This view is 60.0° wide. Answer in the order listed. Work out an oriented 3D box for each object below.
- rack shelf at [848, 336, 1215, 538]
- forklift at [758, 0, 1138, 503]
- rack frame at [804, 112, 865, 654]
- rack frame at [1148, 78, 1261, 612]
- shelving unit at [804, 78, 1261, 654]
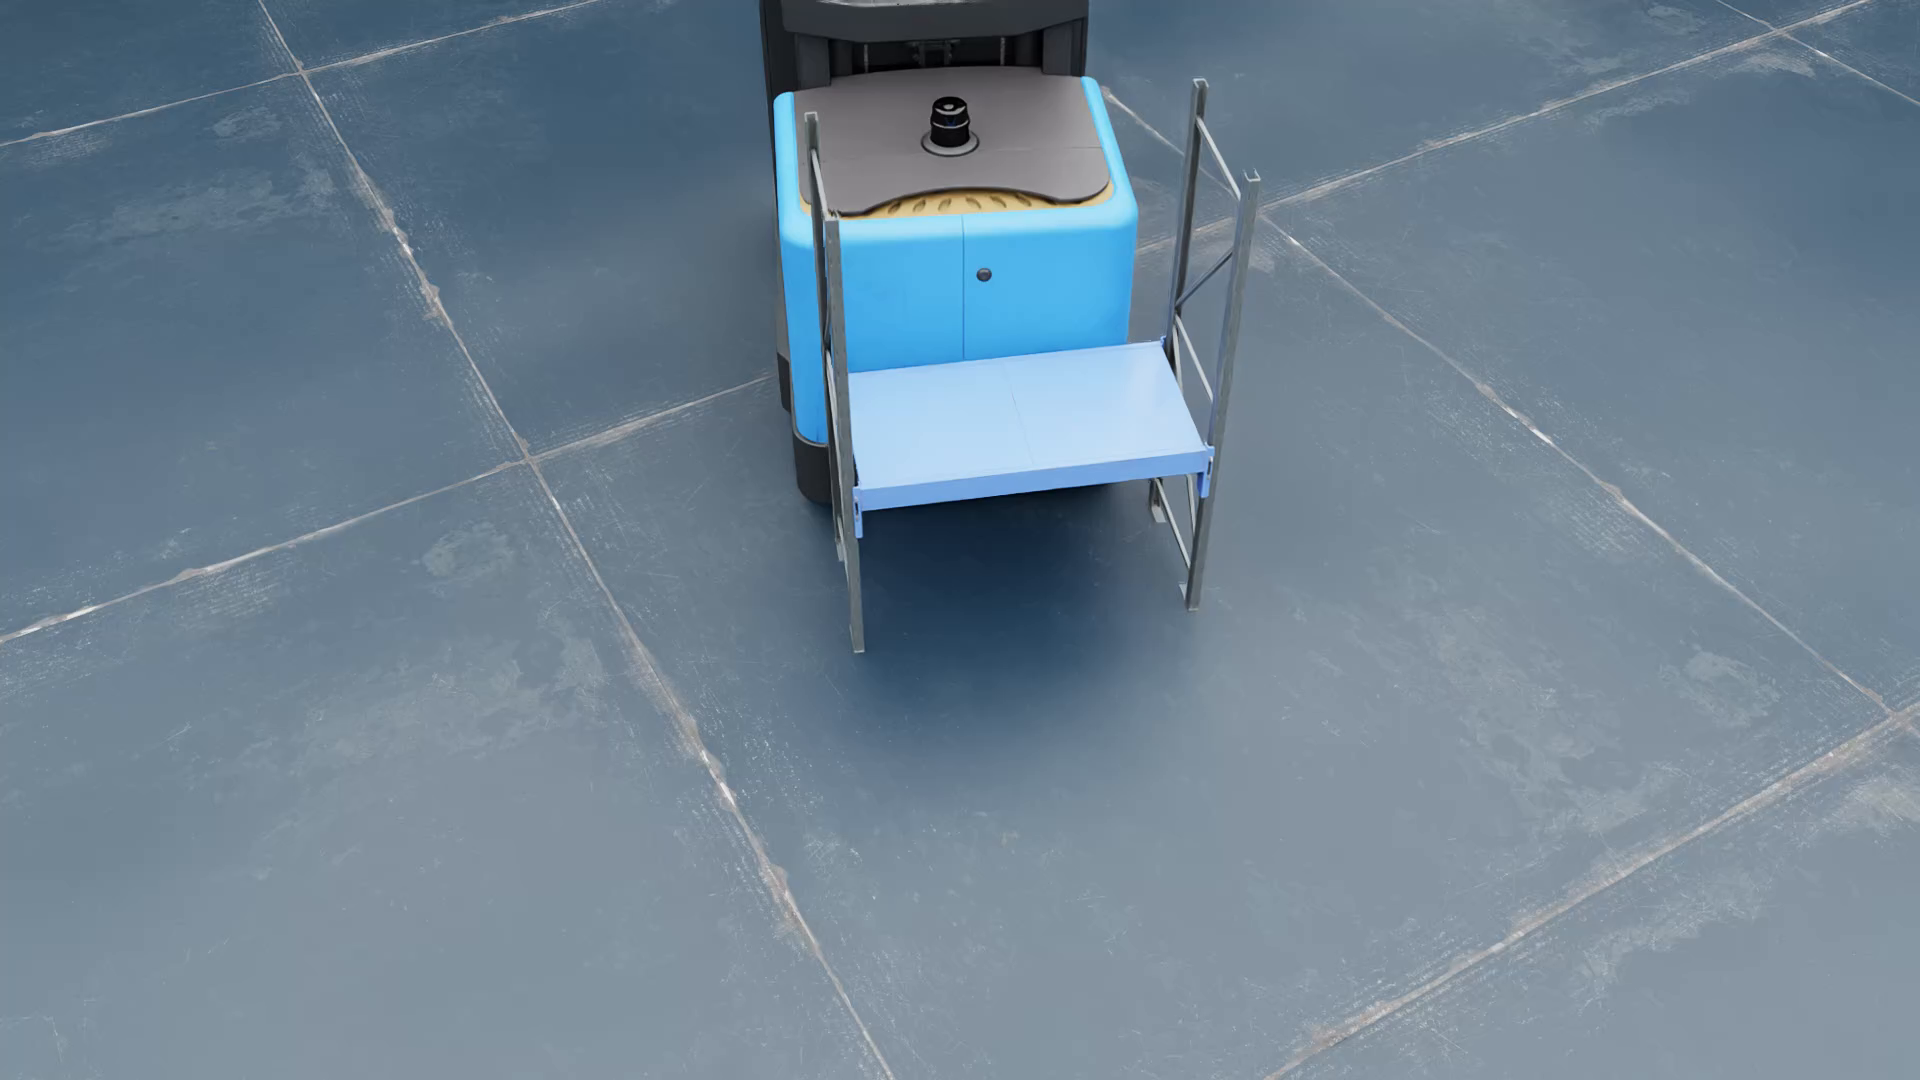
[{"bbox_3d":[0.163,-0.305,4.746,1.000,0.185,0.538,-7,45,-7],"label":"rack shelf"},{"bbox_3d":[-0.144,-2.195,5.407,1.130,2.935,3.031,-4,44,-4],"label":"forklift"},{"bbox_3d":[-0.338,-0.375,4.559,0.032,1.500,0.500,-7,45,-7],"label":"rack frame"},{"bbox_3d":[0.664,-0.493,4.681,0.032,1.500,0.500,-7,45,-7],"label":"rack frame"},{"bbox_3d":[0.163,-0.434,4.620,1.048,1.500,0.538,-7,45,-7],"label":"shelving unit"}]
